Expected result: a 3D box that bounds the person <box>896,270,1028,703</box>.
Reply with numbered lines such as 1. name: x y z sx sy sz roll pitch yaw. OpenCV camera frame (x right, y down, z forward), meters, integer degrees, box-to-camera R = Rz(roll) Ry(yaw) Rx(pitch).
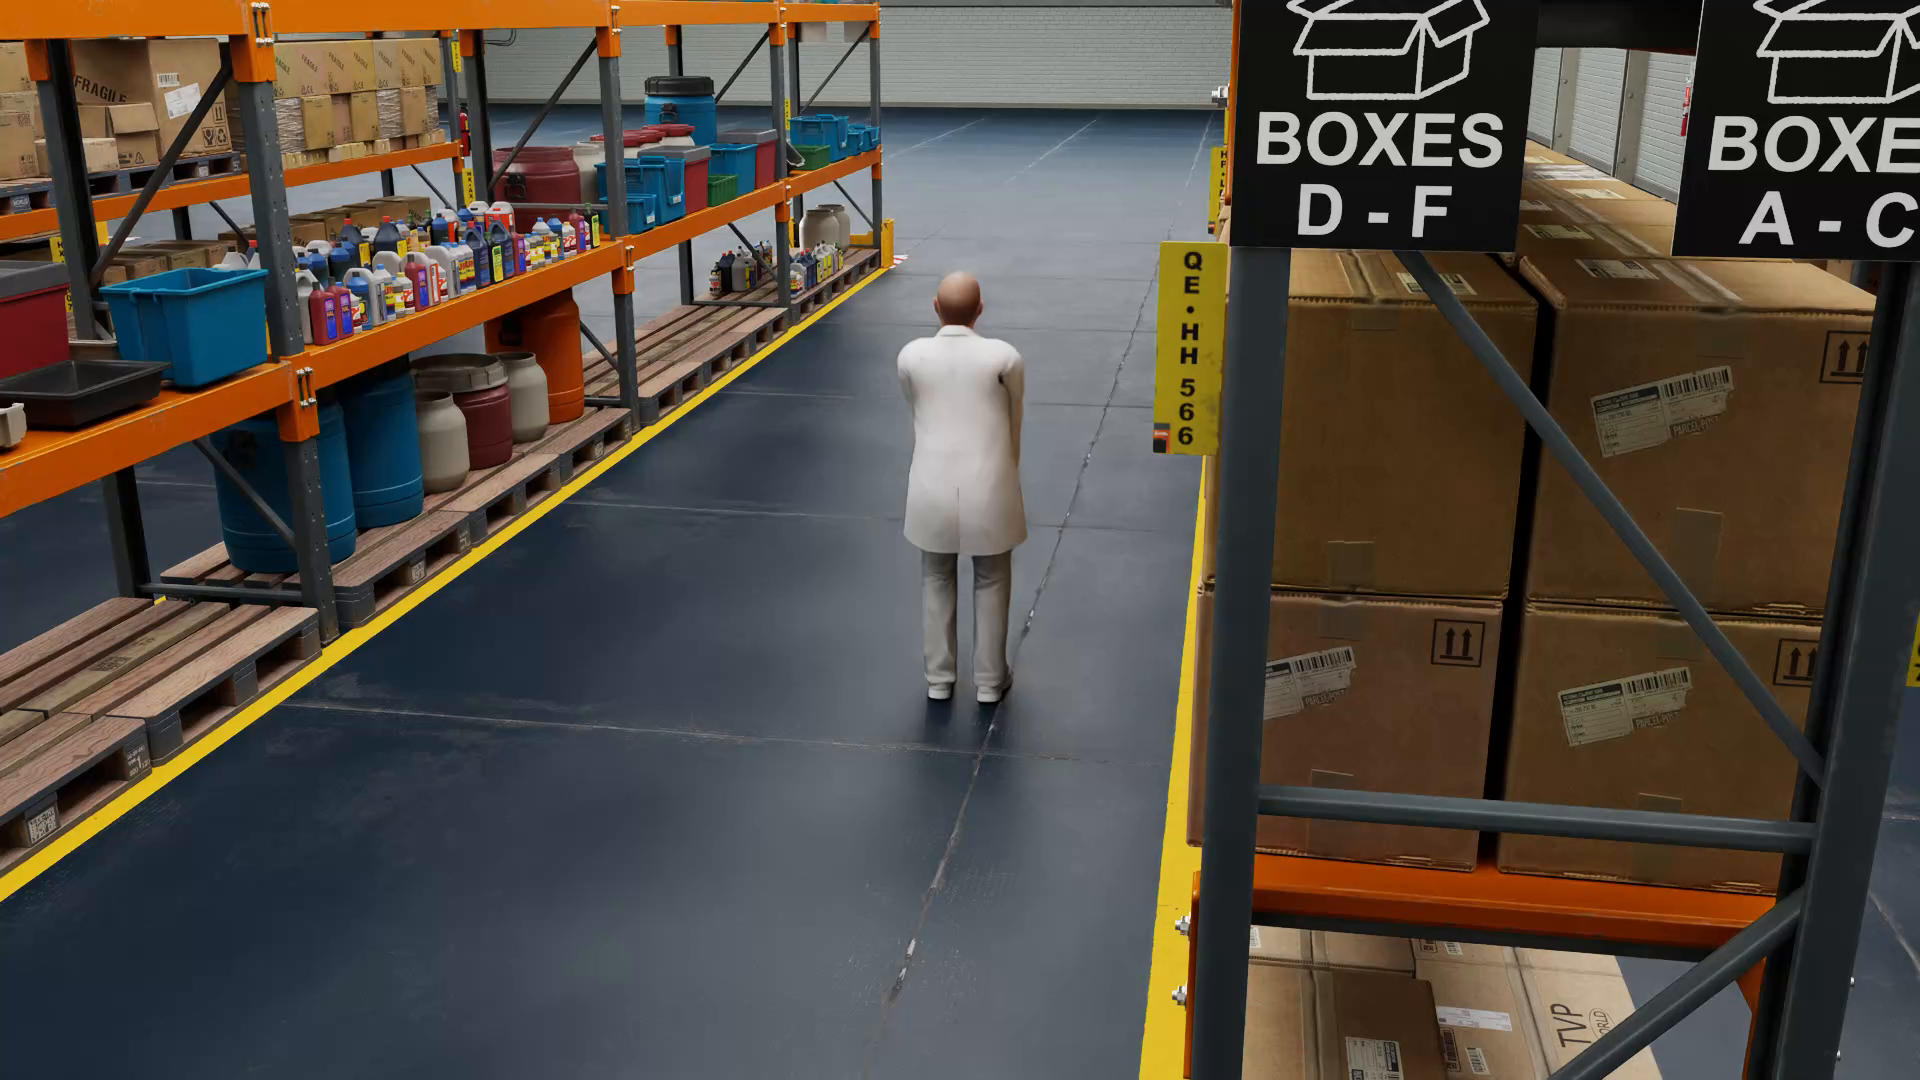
1. person: 0.025 -0.228 6.799 0.523 1.780 0.558 3 18 8
